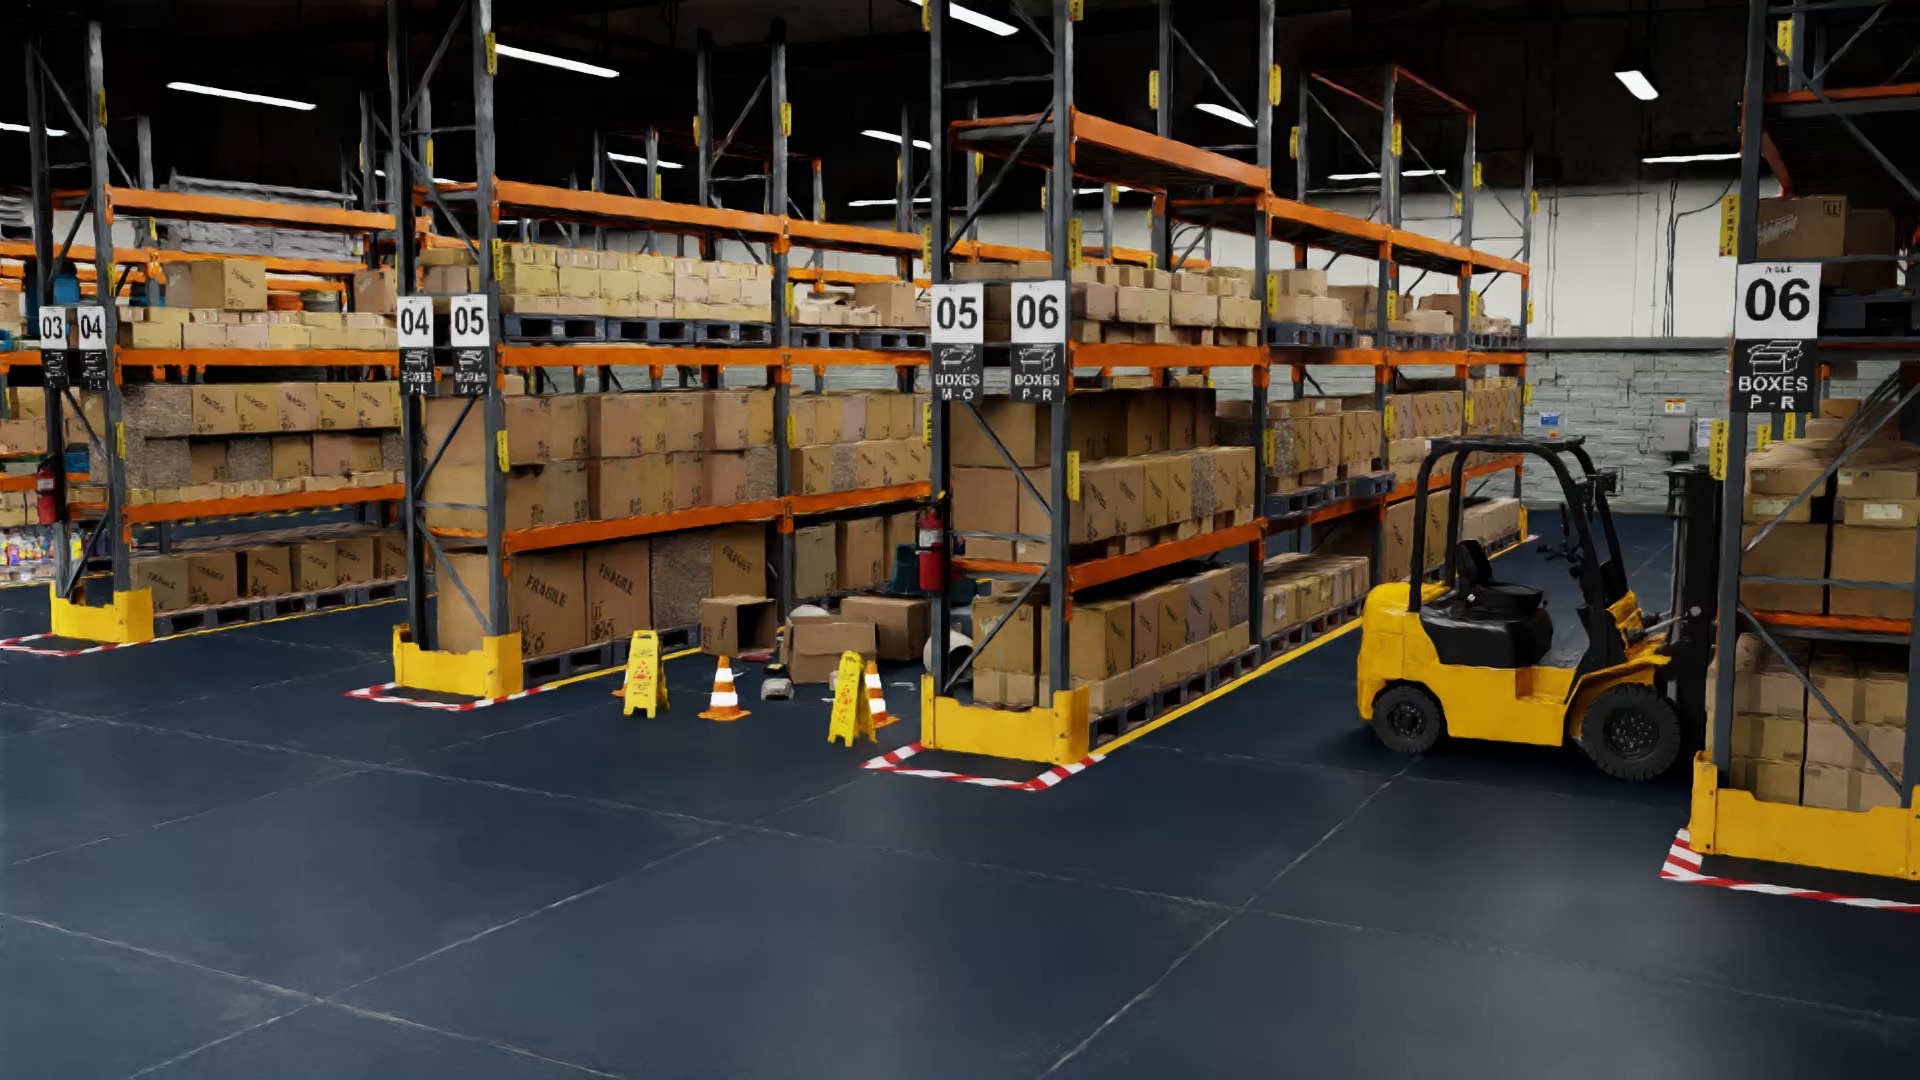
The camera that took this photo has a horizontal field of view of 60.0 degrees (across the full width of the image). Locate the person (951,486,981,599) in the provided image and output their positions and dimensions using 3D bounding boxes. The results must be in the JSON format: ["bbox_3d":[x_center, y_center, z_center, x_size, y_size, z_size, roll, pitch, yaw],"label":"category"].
[{"bbox_3d":[0.083,-0.082,18.099,0.371,1.601,0.486,5,8,37],"label":"person"}]
